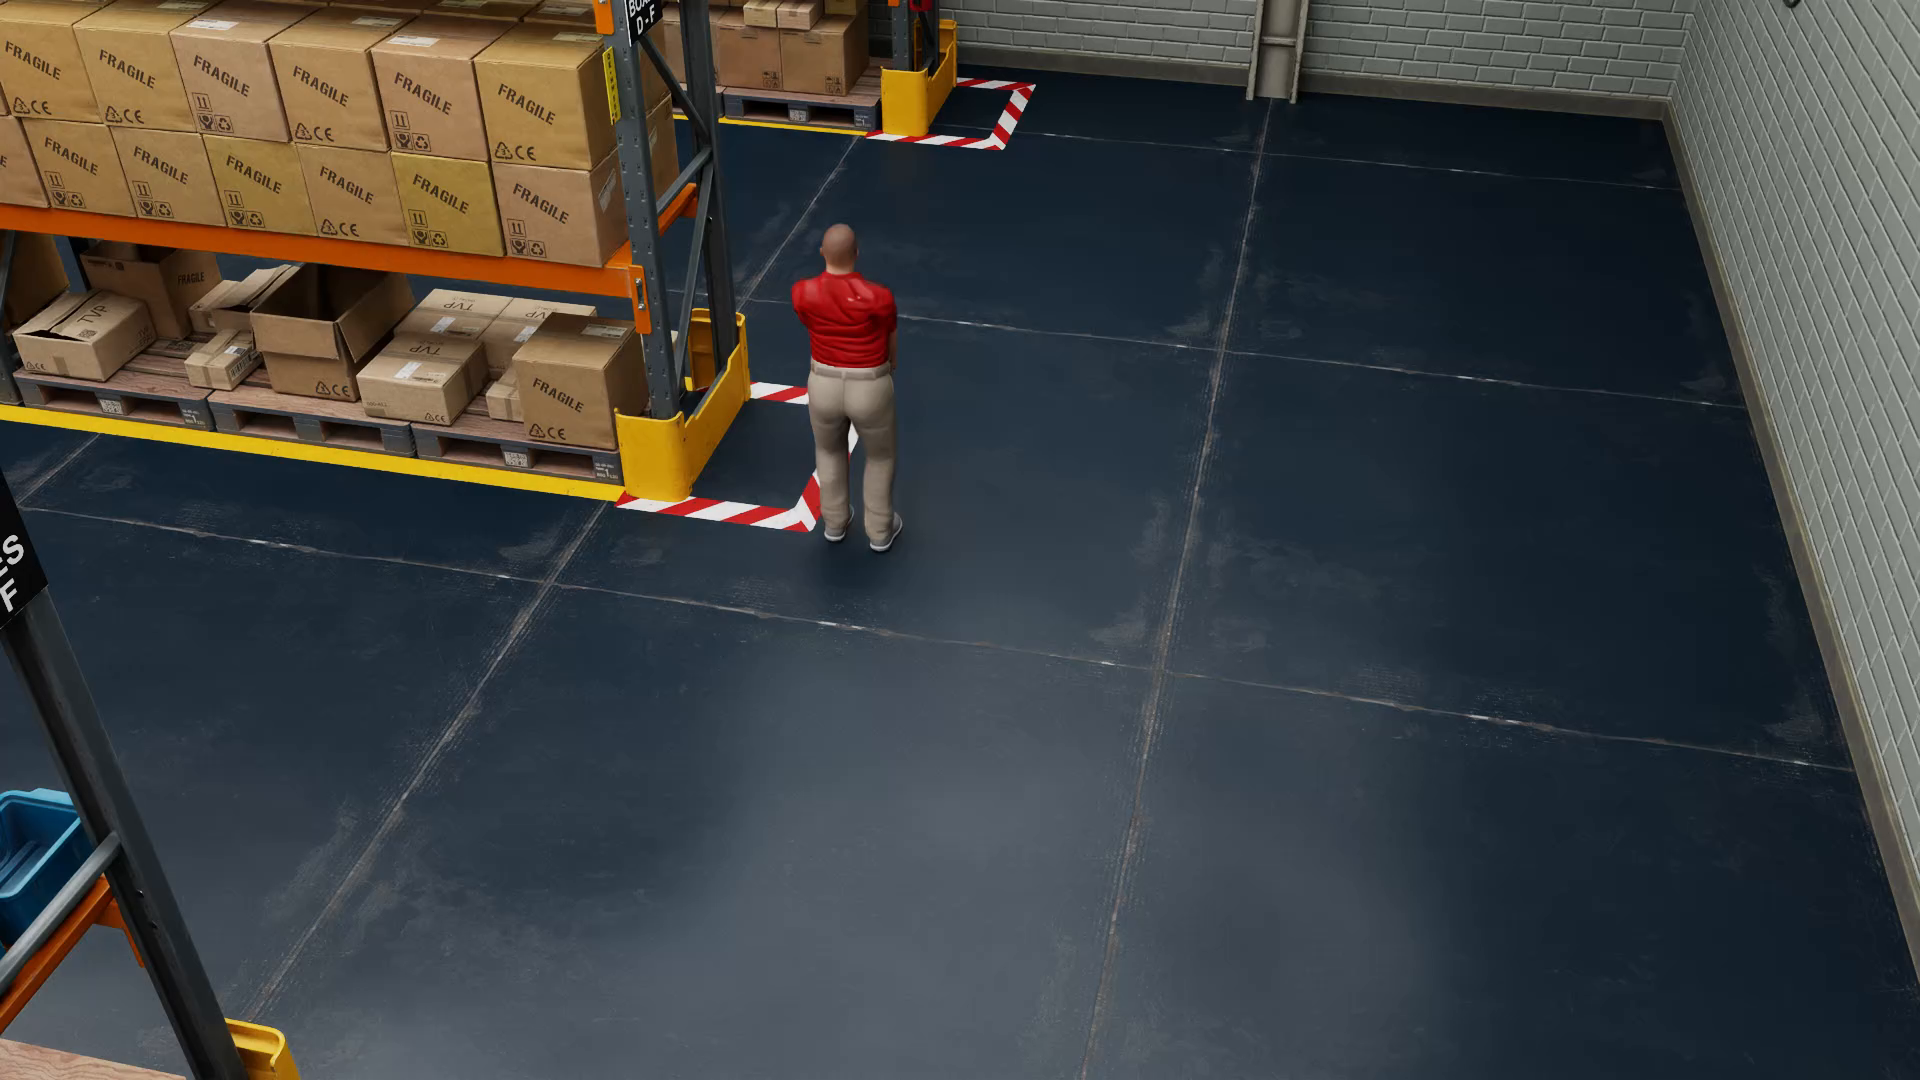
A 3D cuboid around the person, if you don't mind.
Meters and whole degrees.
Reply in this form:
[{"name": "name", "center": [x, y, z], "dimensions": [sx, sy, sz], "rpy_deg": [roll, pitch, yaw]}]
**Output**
[{"name": "person", "center": [-0.523, -0.794, 8.001], "dimensions": [0.490, 1.647, 0.541], "rpy_deg": [6, 37, 8]}]
